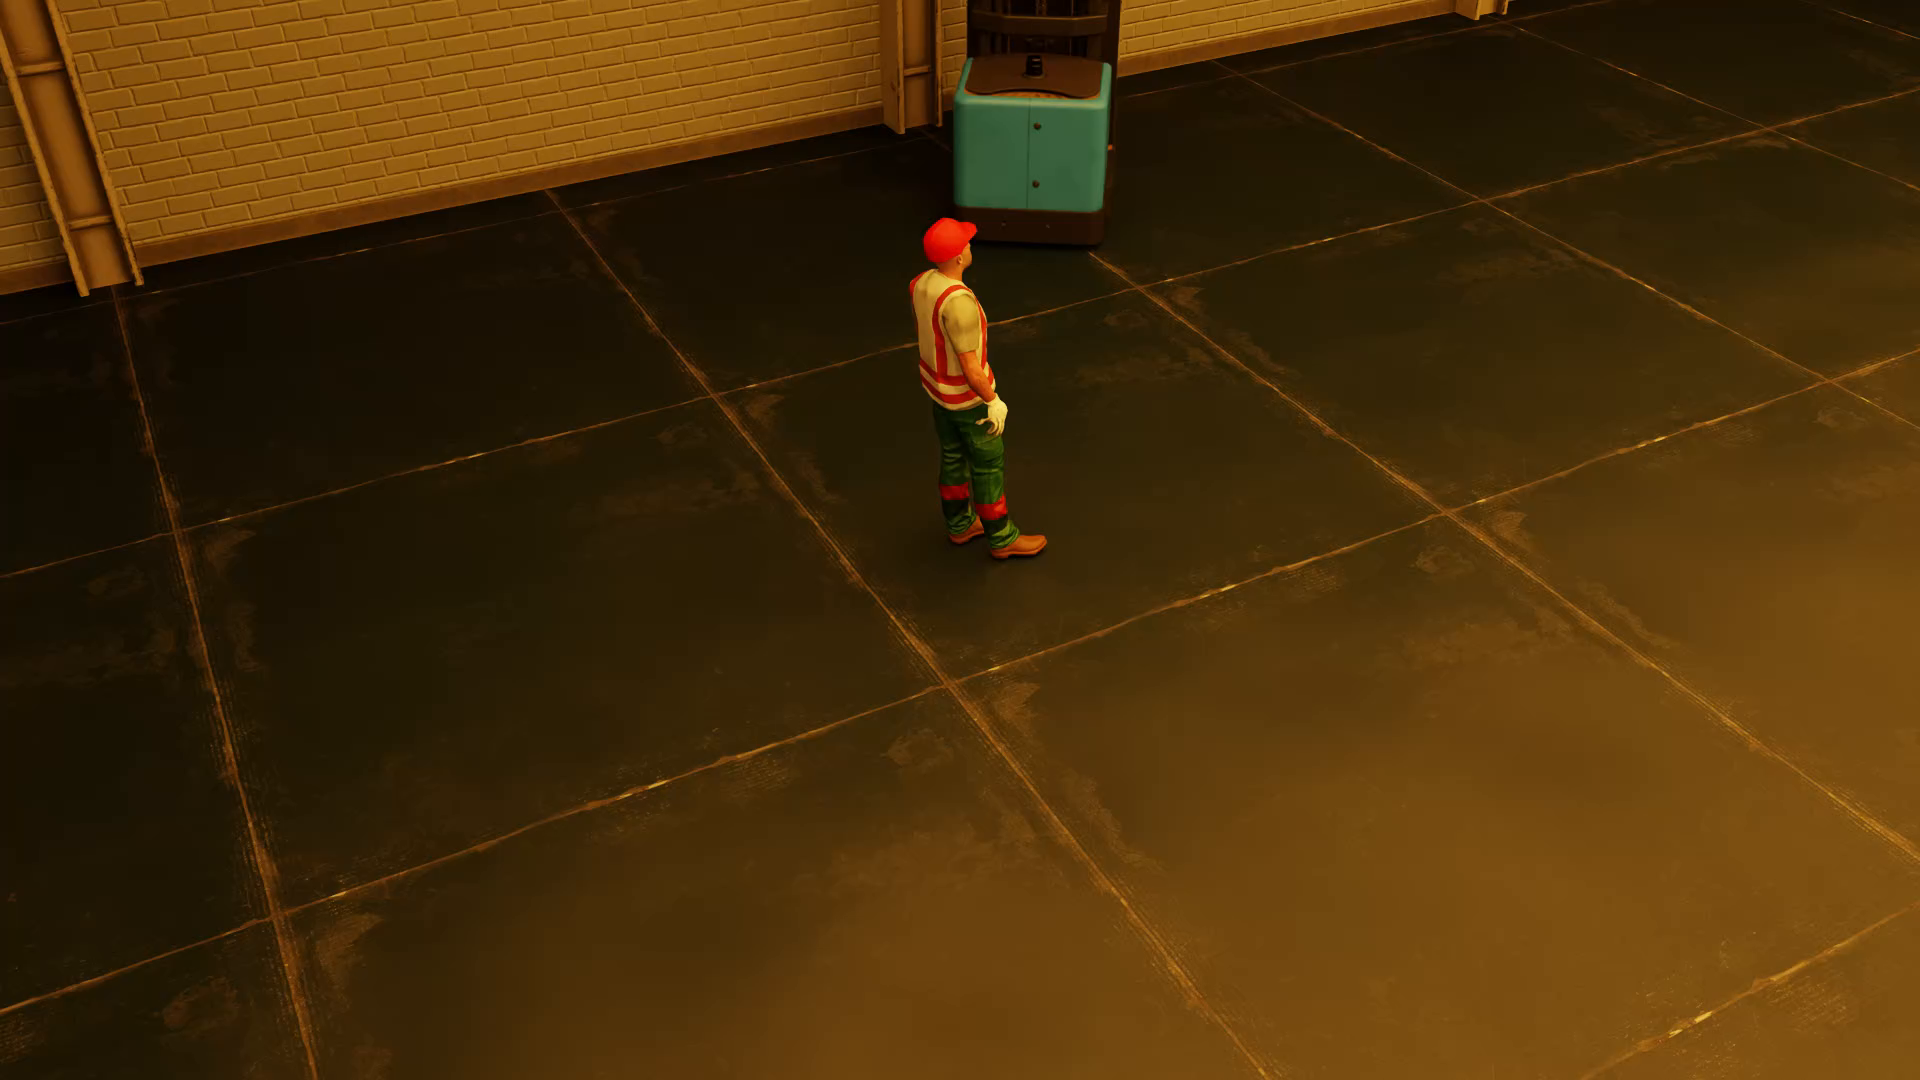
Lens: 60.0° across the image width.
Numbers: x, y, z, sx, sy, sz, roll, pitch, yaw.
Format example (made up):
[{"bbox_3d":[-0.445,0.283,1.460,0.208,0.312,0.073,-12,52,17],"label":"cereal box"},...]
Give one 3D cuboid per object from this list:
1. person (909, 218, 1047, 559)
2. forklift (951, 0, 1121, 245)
[{"bbox_3d":[0.077,-0.752,8.164,0.562,1.790,0.637,-17,39,-23],"label":"person"},{"bbox_3d":[0.619,-4.052,11.855,1.130,2.935,3.031,4,35,5],"label":"forklift"}]
